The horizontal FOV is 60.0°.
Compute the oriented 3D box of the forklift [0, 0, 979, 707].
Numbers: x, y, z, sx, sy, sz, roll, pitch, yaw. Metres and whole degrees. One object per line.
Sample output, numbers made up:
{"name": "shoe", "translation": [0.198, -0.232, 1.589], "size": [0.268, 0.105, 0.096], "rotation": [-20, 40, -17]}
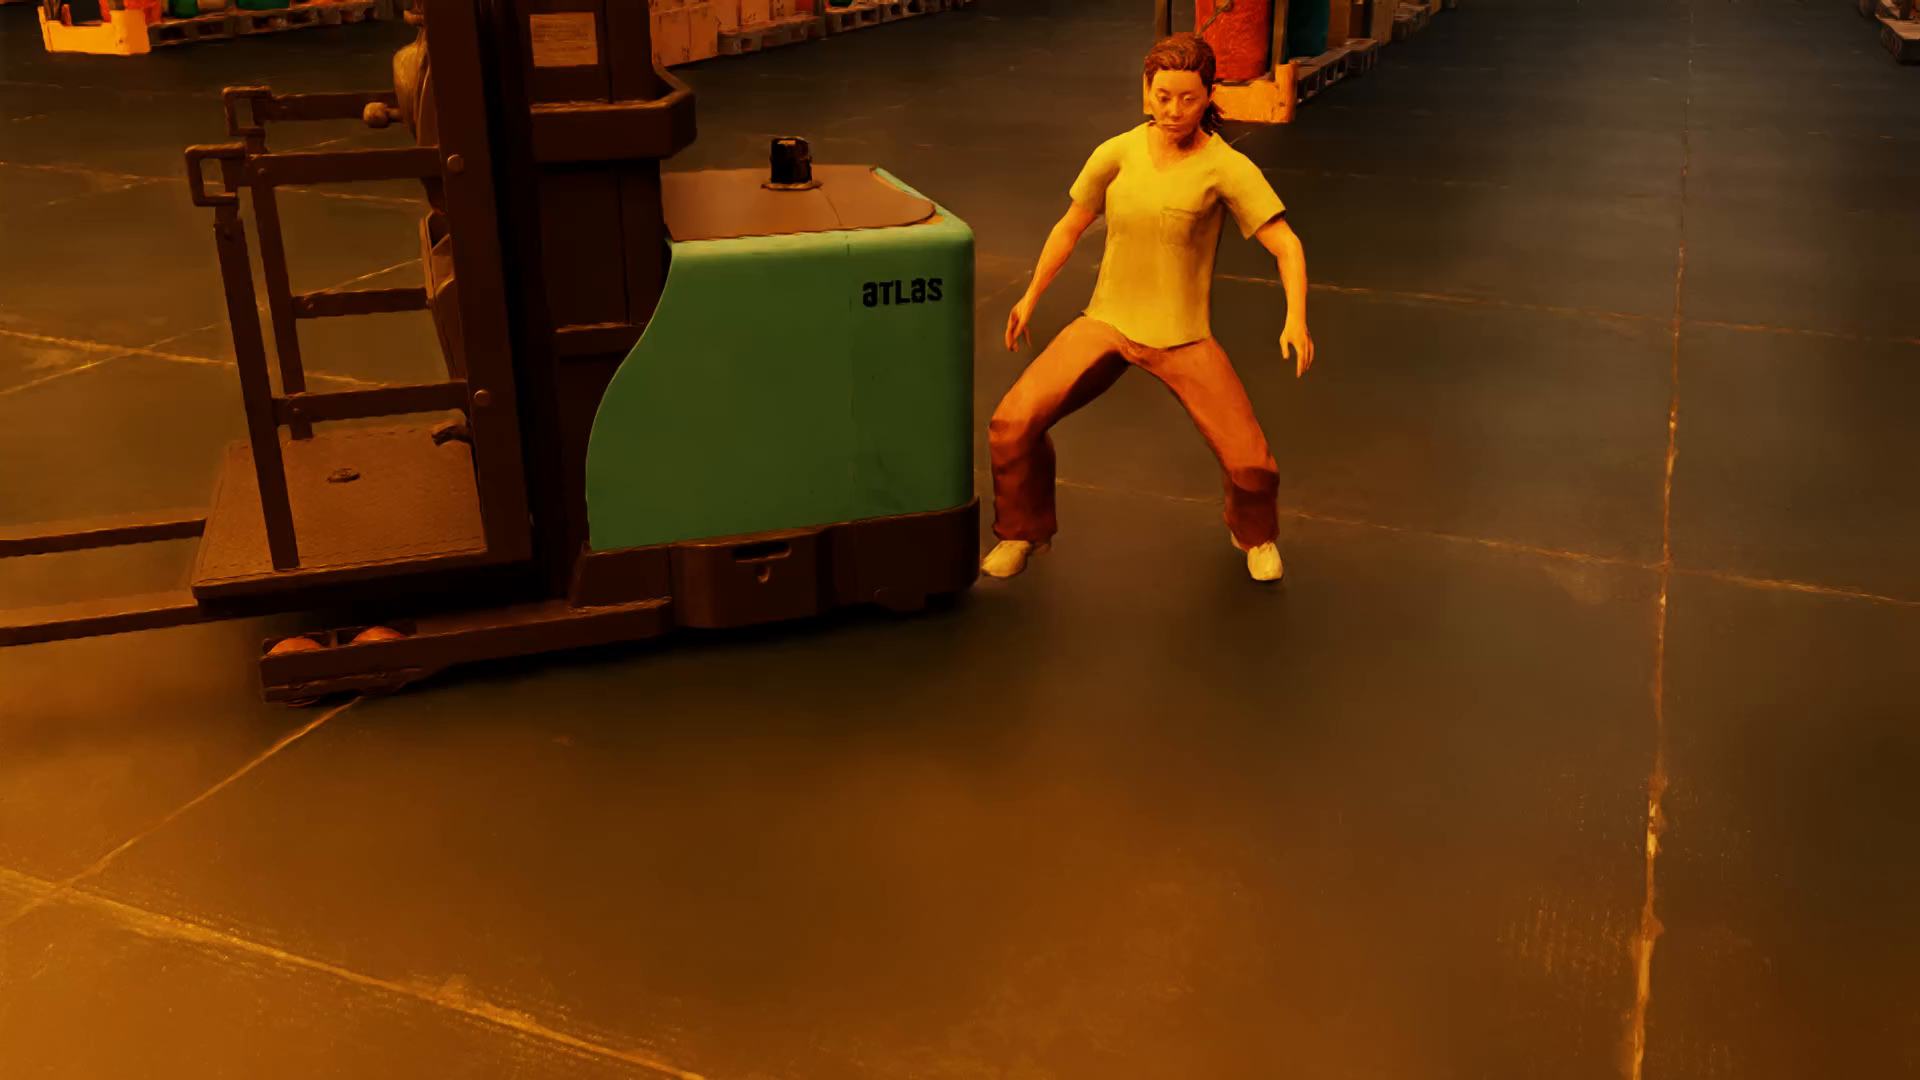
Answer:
{"name": "forklift", "translation": [-1.523, -1.169, 4.090], "size": [3.031, 2.935, 1.130], "rotation": [-7, 24, -17]}

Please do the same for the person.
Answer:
{"name": "person", "translation": [0.561, -0.592, 4.507], "size": [0.874, 1.510, 0.688], "rotation": [10, 25, 22]}
